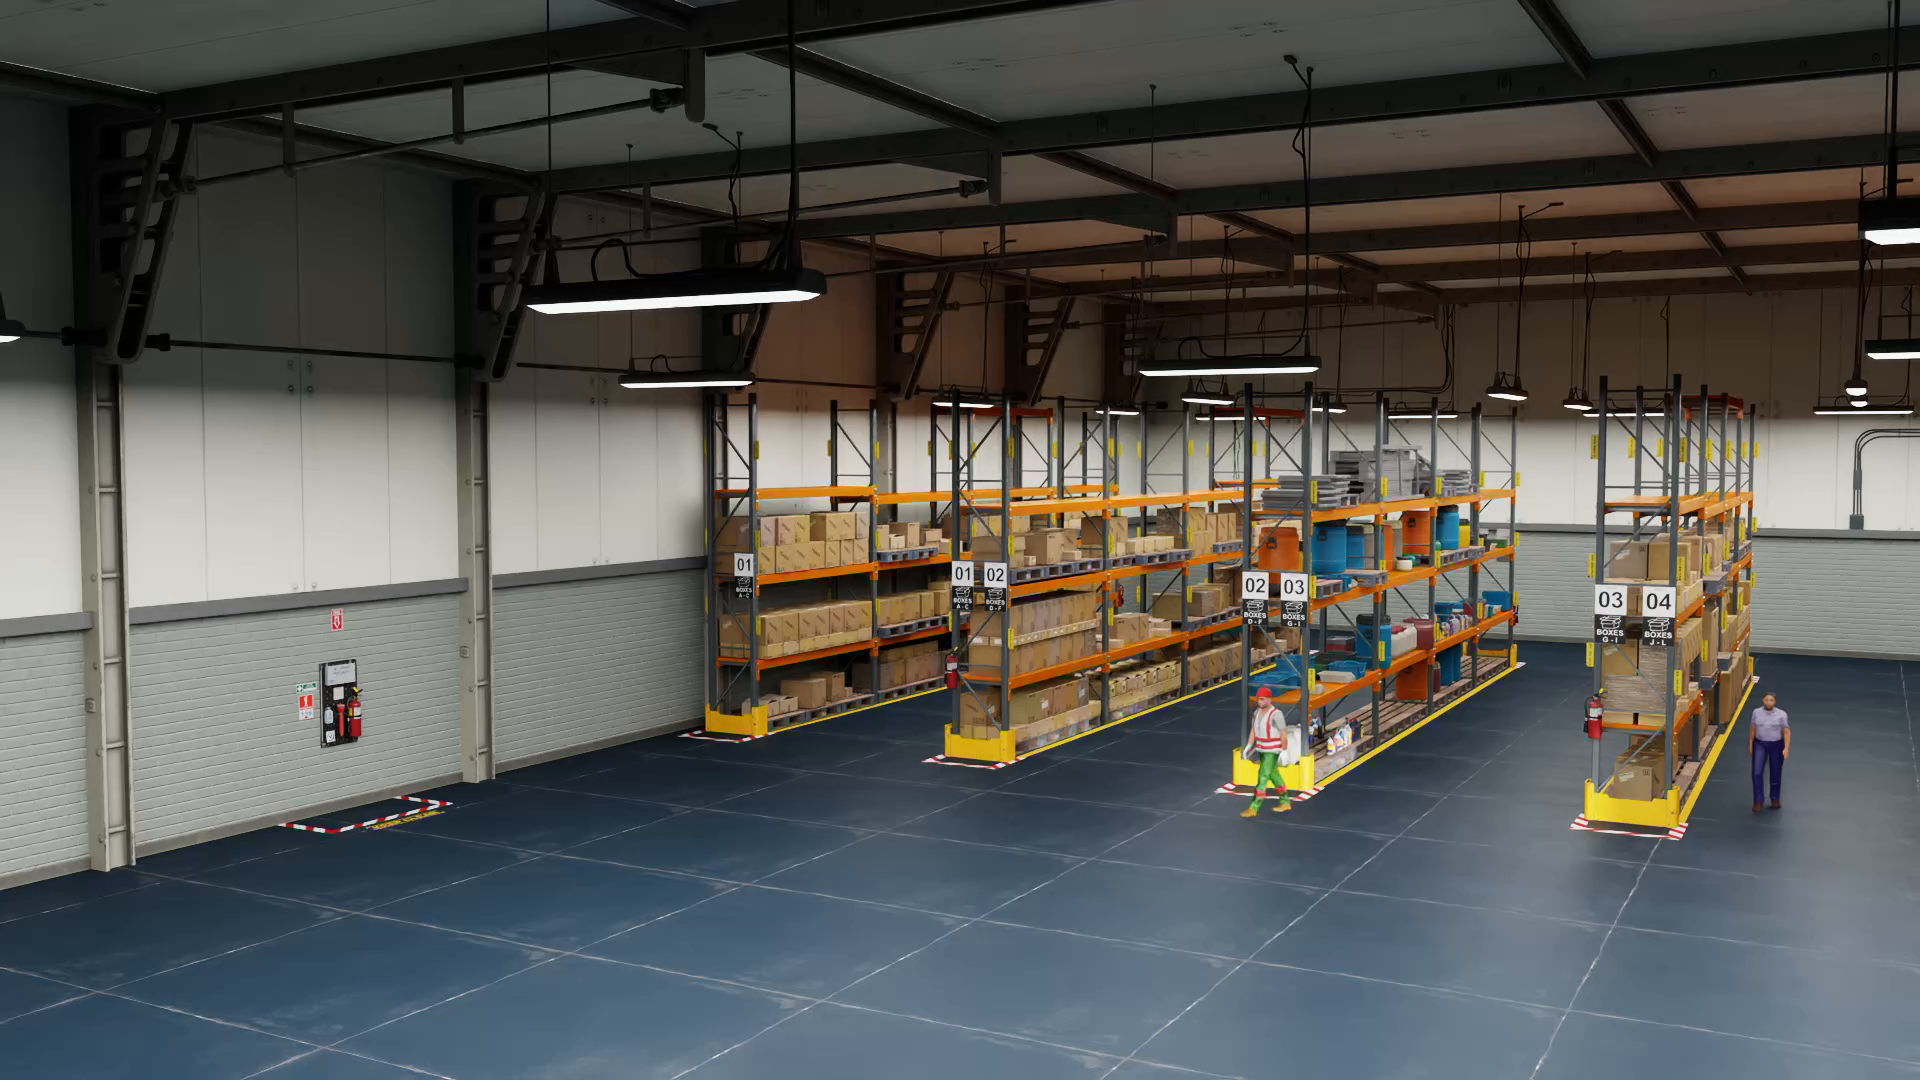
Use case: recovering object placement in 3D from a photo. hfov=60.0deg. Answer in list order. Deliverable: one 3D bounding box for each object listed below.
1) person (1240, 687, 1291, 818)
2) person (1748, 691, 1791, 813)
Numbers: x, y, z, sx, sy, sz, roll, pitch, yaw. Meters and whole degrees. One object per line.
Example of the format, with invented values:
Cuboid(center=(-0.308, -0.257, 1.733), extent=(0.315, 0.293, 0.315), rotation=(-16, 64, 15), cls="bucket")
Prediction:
Cuboid(center=(4.135, 2.875, 22.672), extent=(0.995, 1.735, 0.563), rotation=(-1, 3, -25), cls="person")
Cuboid(center=(11.265, 2.936, 23.163), extent=(0.534, 1.669, 0.644), rotation=(2, 4, 30), cls="person")
